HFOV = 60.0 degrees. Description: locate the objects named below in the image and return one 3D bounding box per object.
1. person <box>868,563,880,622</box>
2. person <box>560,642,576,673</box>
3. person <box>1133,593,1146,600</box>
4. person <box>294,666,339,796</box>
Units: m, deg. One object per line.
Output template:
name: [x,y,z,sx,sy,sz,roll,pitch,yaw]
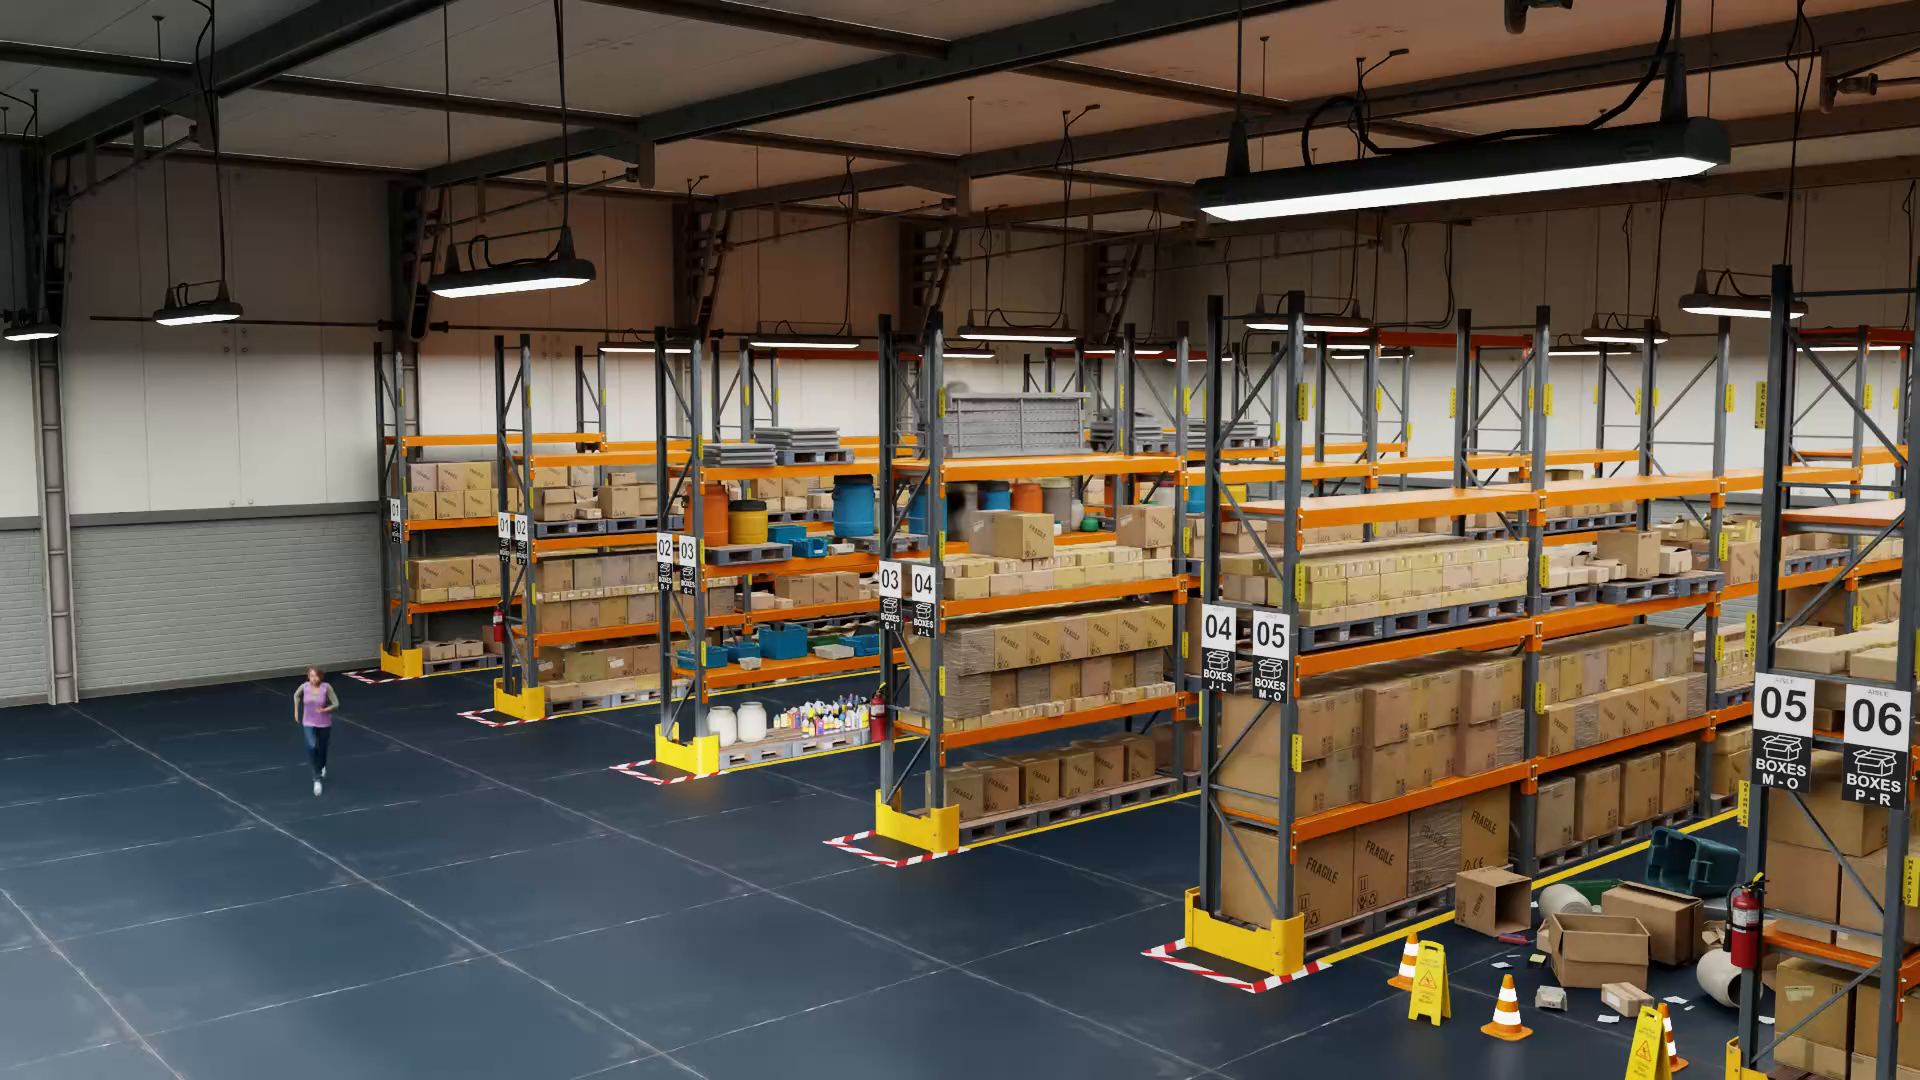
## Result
person: [-1.679,1.201,34.526,0.570,1.661,0.553,4,7,38]
person: [-6.766,1.662,28.807,0.616,1.851,0.791,4,7,39]
person: [3.660,1.348,32.390,0.712,1.764,0.918,4,7,39]
person: [-8.306,2.425,21.498,0.557,1.608,0.863,-1,5,-16]
